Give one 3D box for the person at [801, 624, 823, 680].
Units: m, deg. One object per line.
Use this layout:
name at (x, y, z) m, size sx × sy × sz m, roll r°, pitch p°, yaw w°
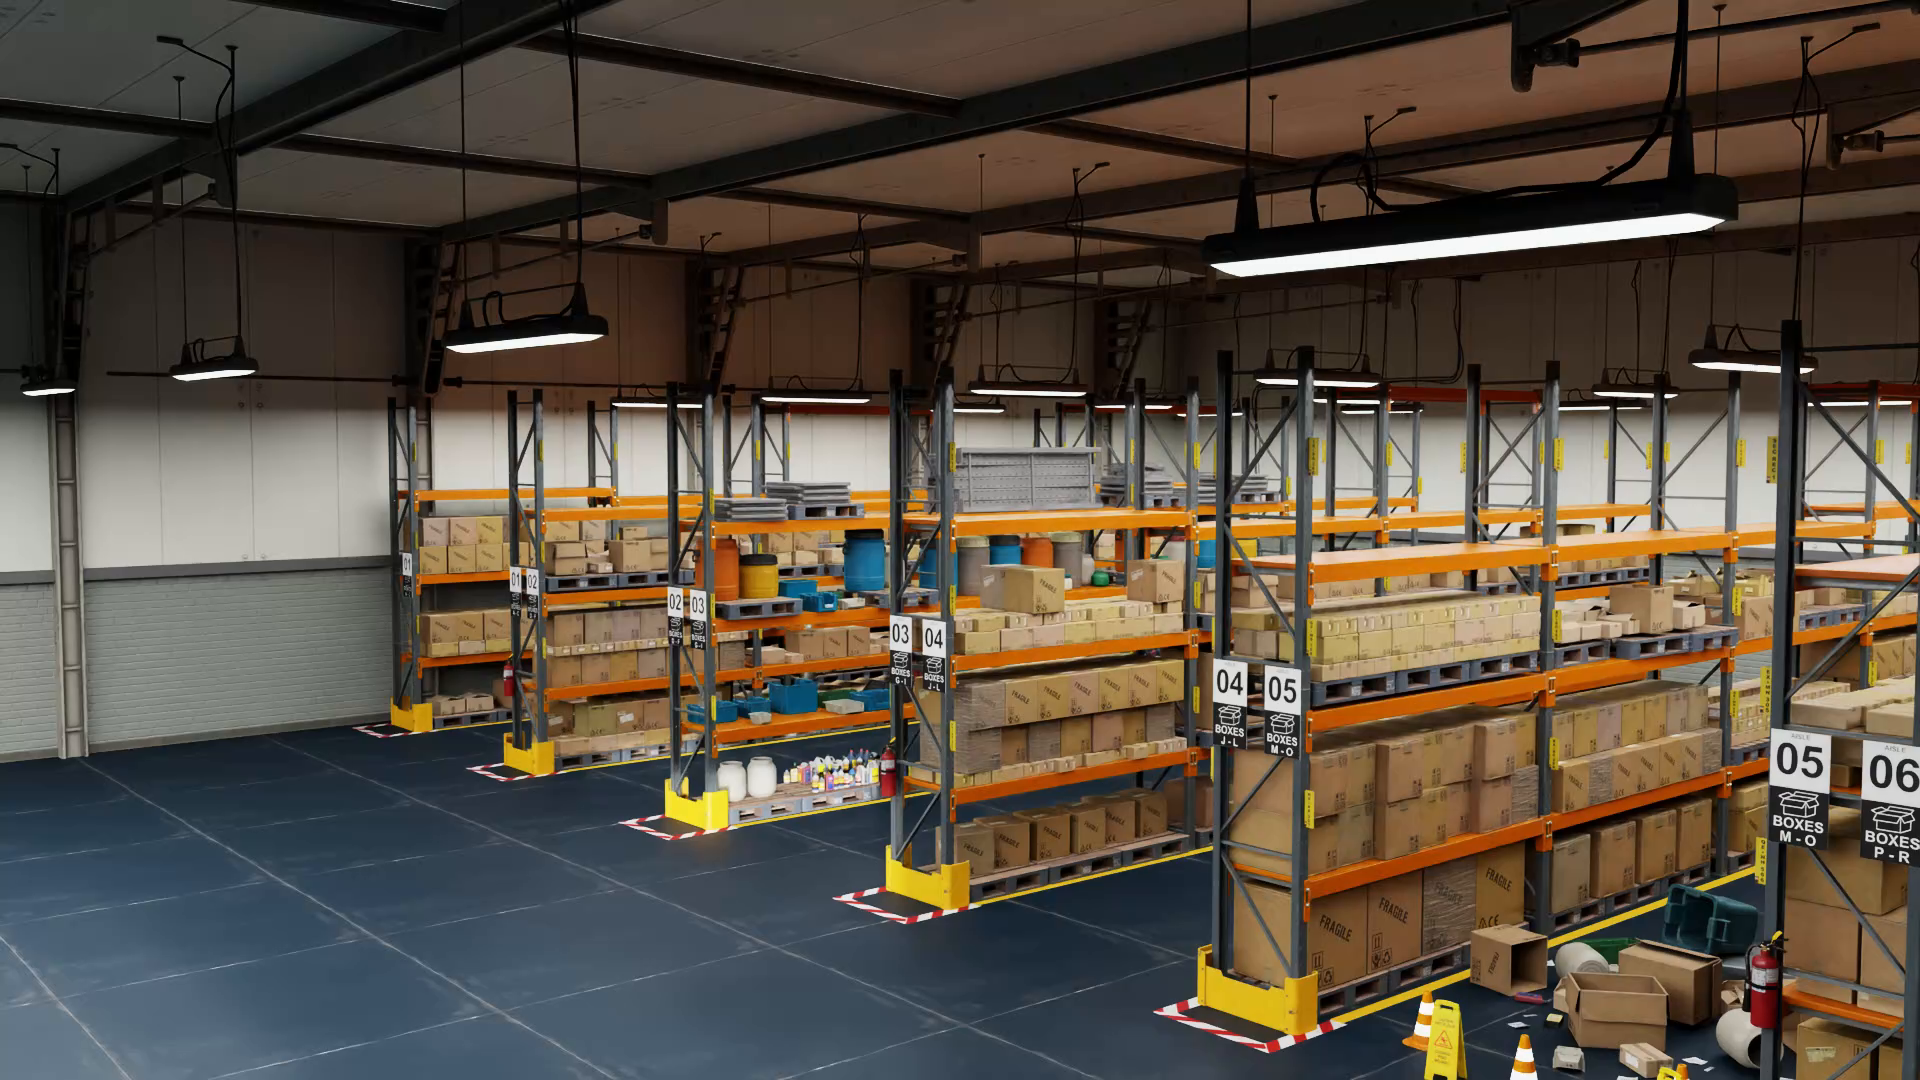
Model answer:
person at (-3.011, 2.446, 32.829) m, size 0.475 × 1.580 × 1.075 m, roll 2°, pitch 4°, yaw 33°
